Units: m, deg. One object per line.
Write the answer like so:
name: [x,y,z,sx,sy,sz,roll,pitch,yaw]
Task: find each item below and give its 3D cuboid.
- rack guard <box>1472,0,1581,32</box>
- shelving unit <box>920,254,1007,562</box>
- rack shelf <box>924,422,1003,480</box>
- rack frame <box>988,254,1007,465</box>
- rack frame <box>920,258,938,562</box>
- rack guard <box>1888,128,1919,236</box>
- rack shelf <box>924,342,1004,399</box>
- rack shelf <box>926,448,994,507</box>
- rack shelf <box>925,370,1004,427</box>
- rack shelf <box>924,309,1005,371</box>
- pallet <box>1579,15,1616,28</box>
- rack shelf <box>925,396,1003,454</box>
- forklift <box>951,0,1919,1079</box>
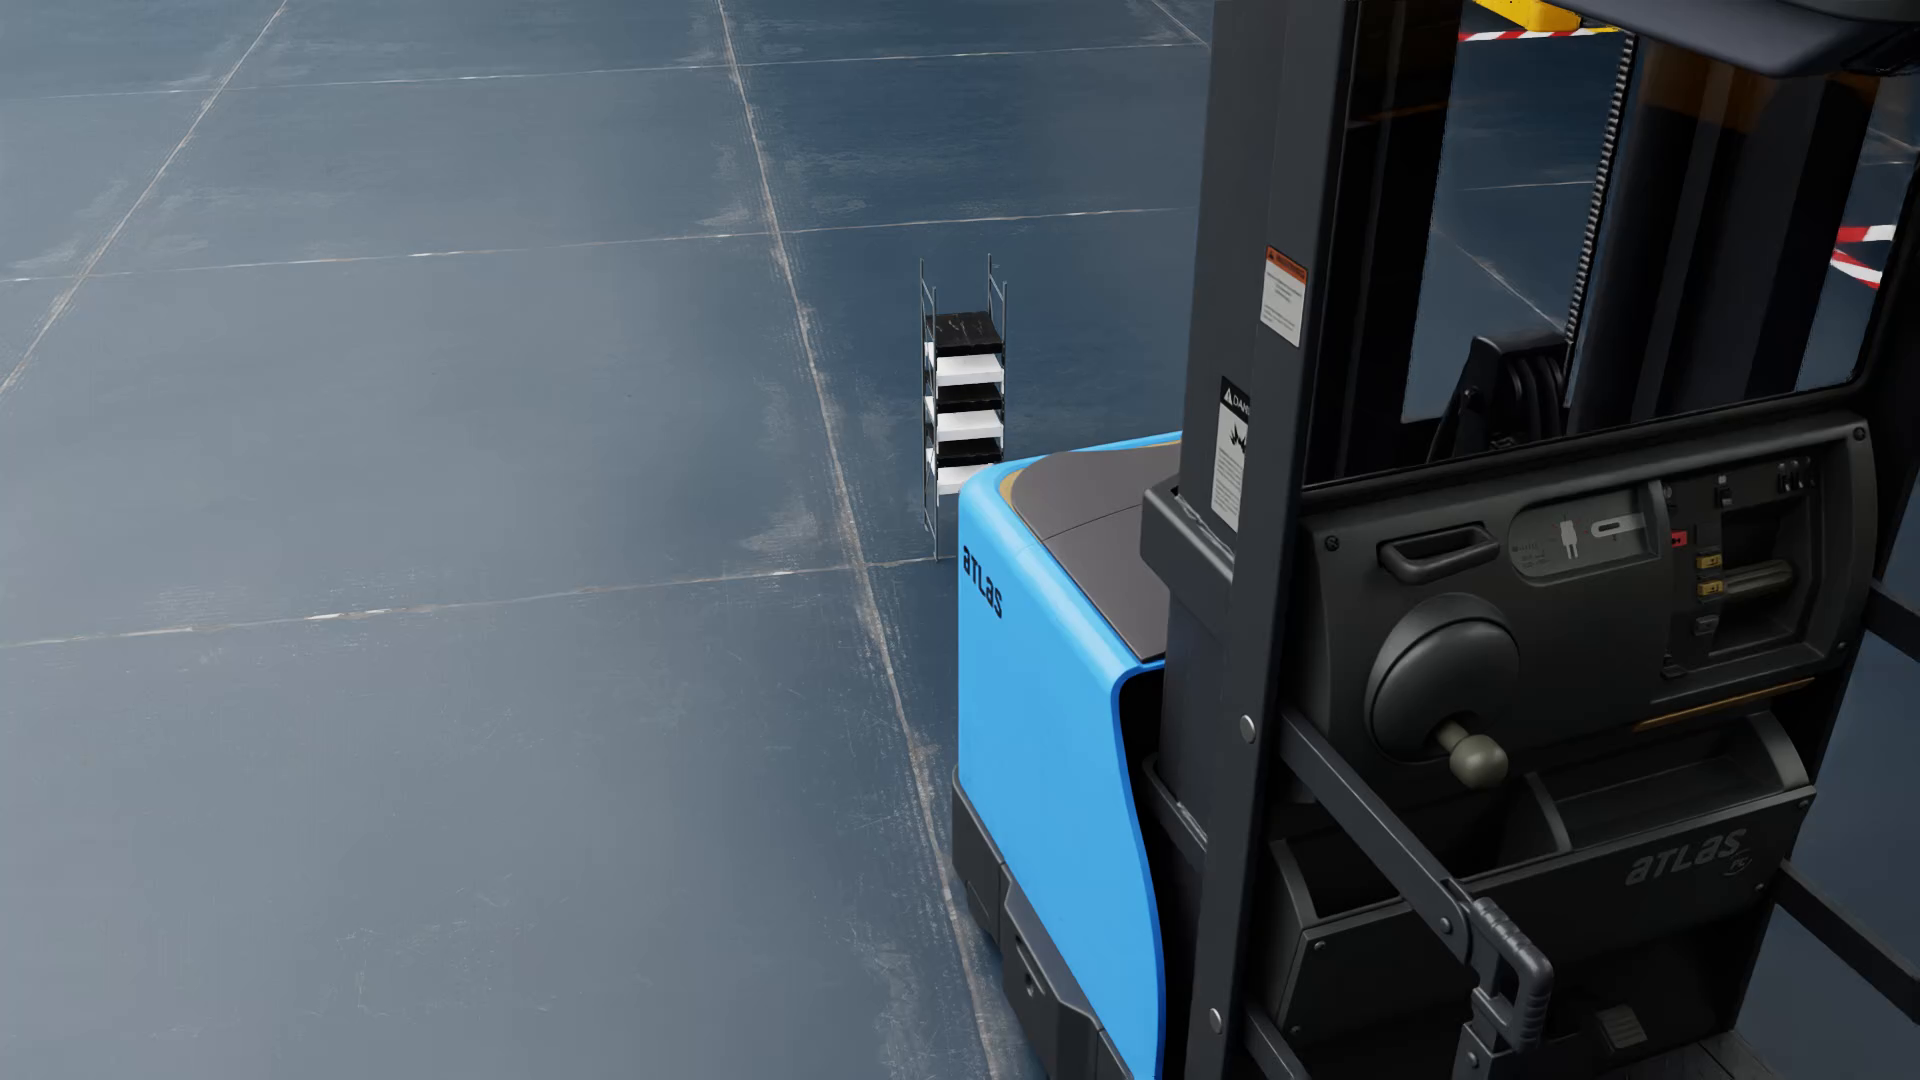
rack guard: [3.827,-3.849,11.303,0.348,0.500,1.175,-5,31,-9]
shelving unit: [0.008,-0.389,5.023,0.210,0.900,0.258,-5,31,-9]
rack shelf: [0.008,-0.282,5.086,0.200,0.077,0.258,-5,31,-9]
rack frame: [0.108,-0.398,5.039,0.006,0.900,0.240,-5,31,-9]
rack frame: [-0.092,-0.379,5.007,0.006,0.900,0.240,-5,31,-9]
rack guard: [4.523,-1.358,7.066,0.348,0.500,1.175,-5,31,-9]
rack shelf: [0.008,-0.515,4.949,0.200,0.077,0.258,-5,31,-9]
rack shelf: [0.008,-0.205,5.131,0.200,0.077,0.258,-5,31,-9]
rack shelf: [0.008,-0.437,4.994,0.200,0.077,0.258,-5,31,-9]
rack shelf: [0.008,-0.593,4.903,0.200,0.077,0.258,-5,31,-9]
pallet: [4.632,-3.781,11.472,1.213,0.211,1.003,-5,31,-9]
rack shelf: [0.008,-0.360,5.040,0.200,0.077,0.258,-5,31,-9]
forklift: [0.977,0.128,2.141,1.130,2.935,3.031,-11,32,-18]
